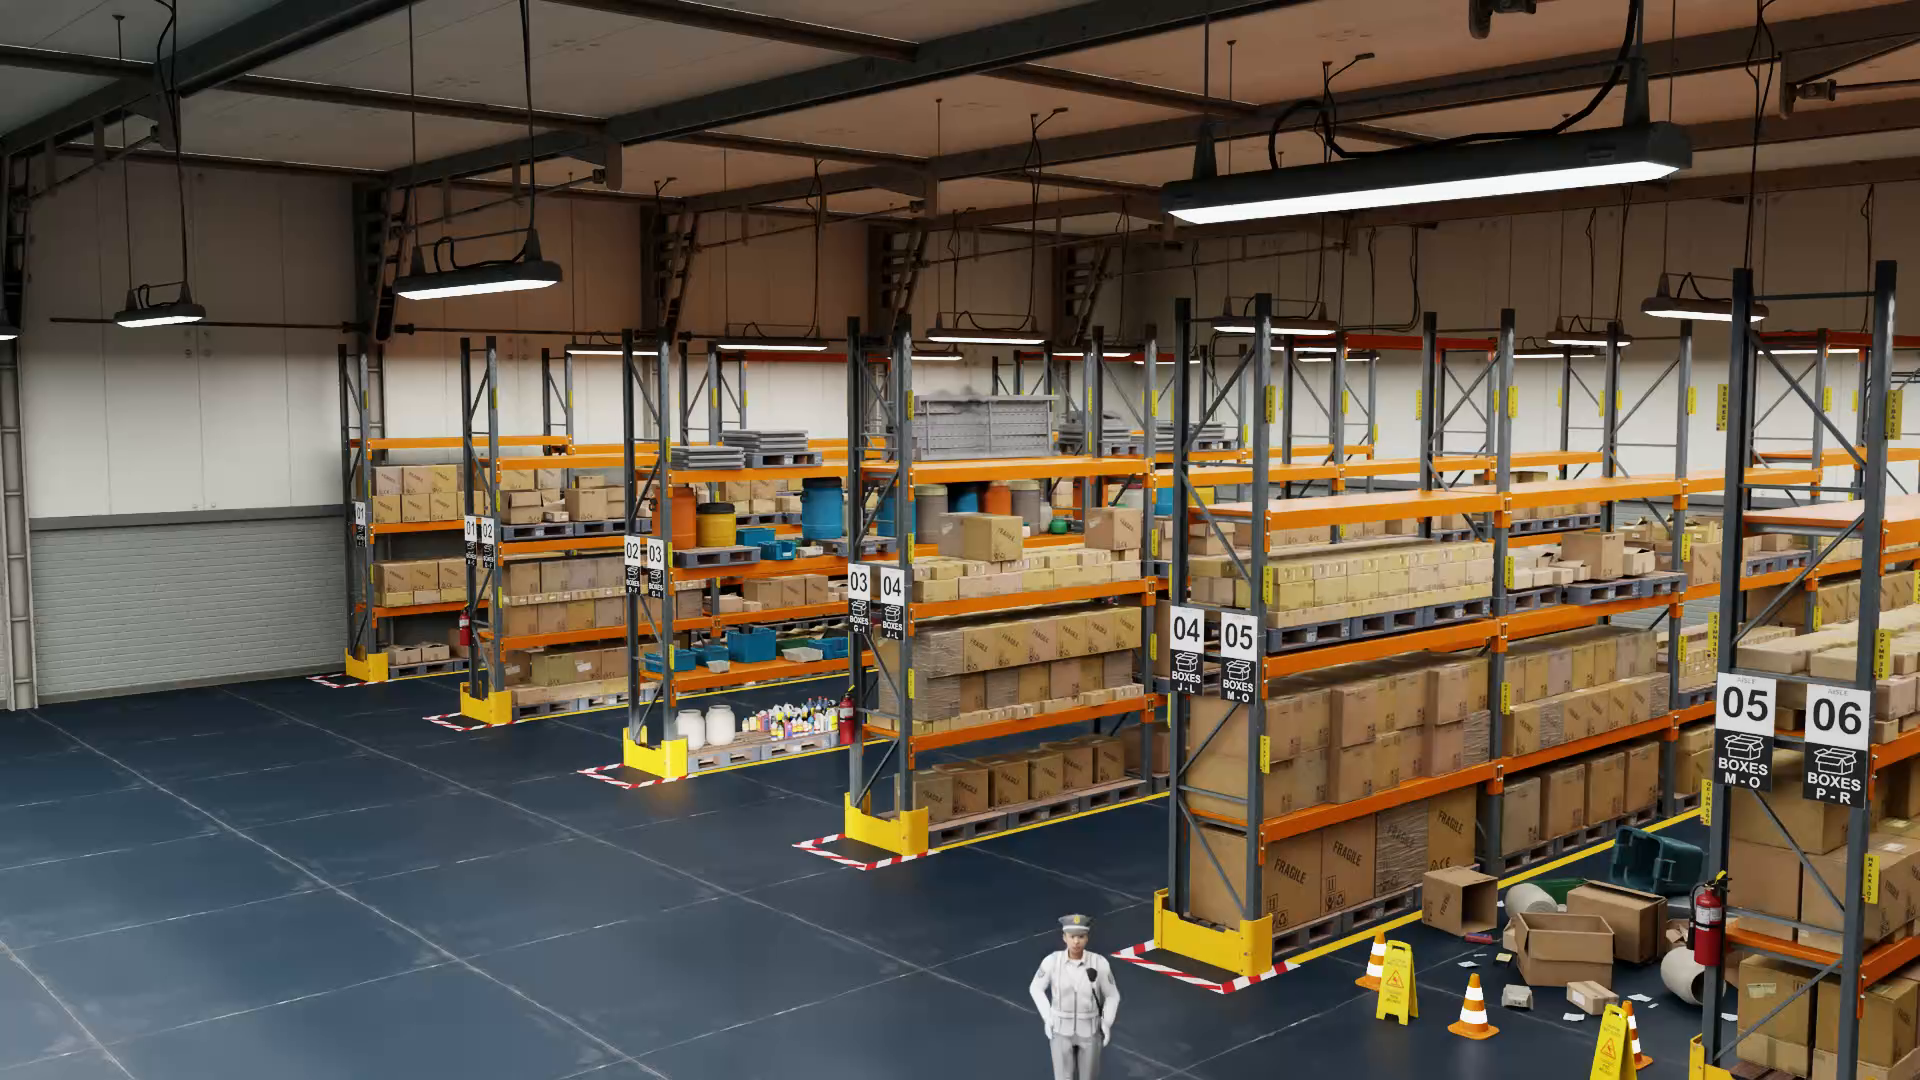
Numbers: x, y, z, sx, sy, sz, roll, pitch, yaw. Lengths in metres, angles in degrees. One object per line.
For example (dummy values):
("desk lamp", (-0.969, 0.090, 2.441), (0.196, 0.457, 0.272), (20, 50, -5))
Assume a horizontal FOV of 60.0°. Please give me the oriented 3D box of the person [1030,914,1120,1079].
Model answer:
("person", (0.779, 3.339, 11.311), (0.618, 1.673, 0.655), (0, 5, 4))
